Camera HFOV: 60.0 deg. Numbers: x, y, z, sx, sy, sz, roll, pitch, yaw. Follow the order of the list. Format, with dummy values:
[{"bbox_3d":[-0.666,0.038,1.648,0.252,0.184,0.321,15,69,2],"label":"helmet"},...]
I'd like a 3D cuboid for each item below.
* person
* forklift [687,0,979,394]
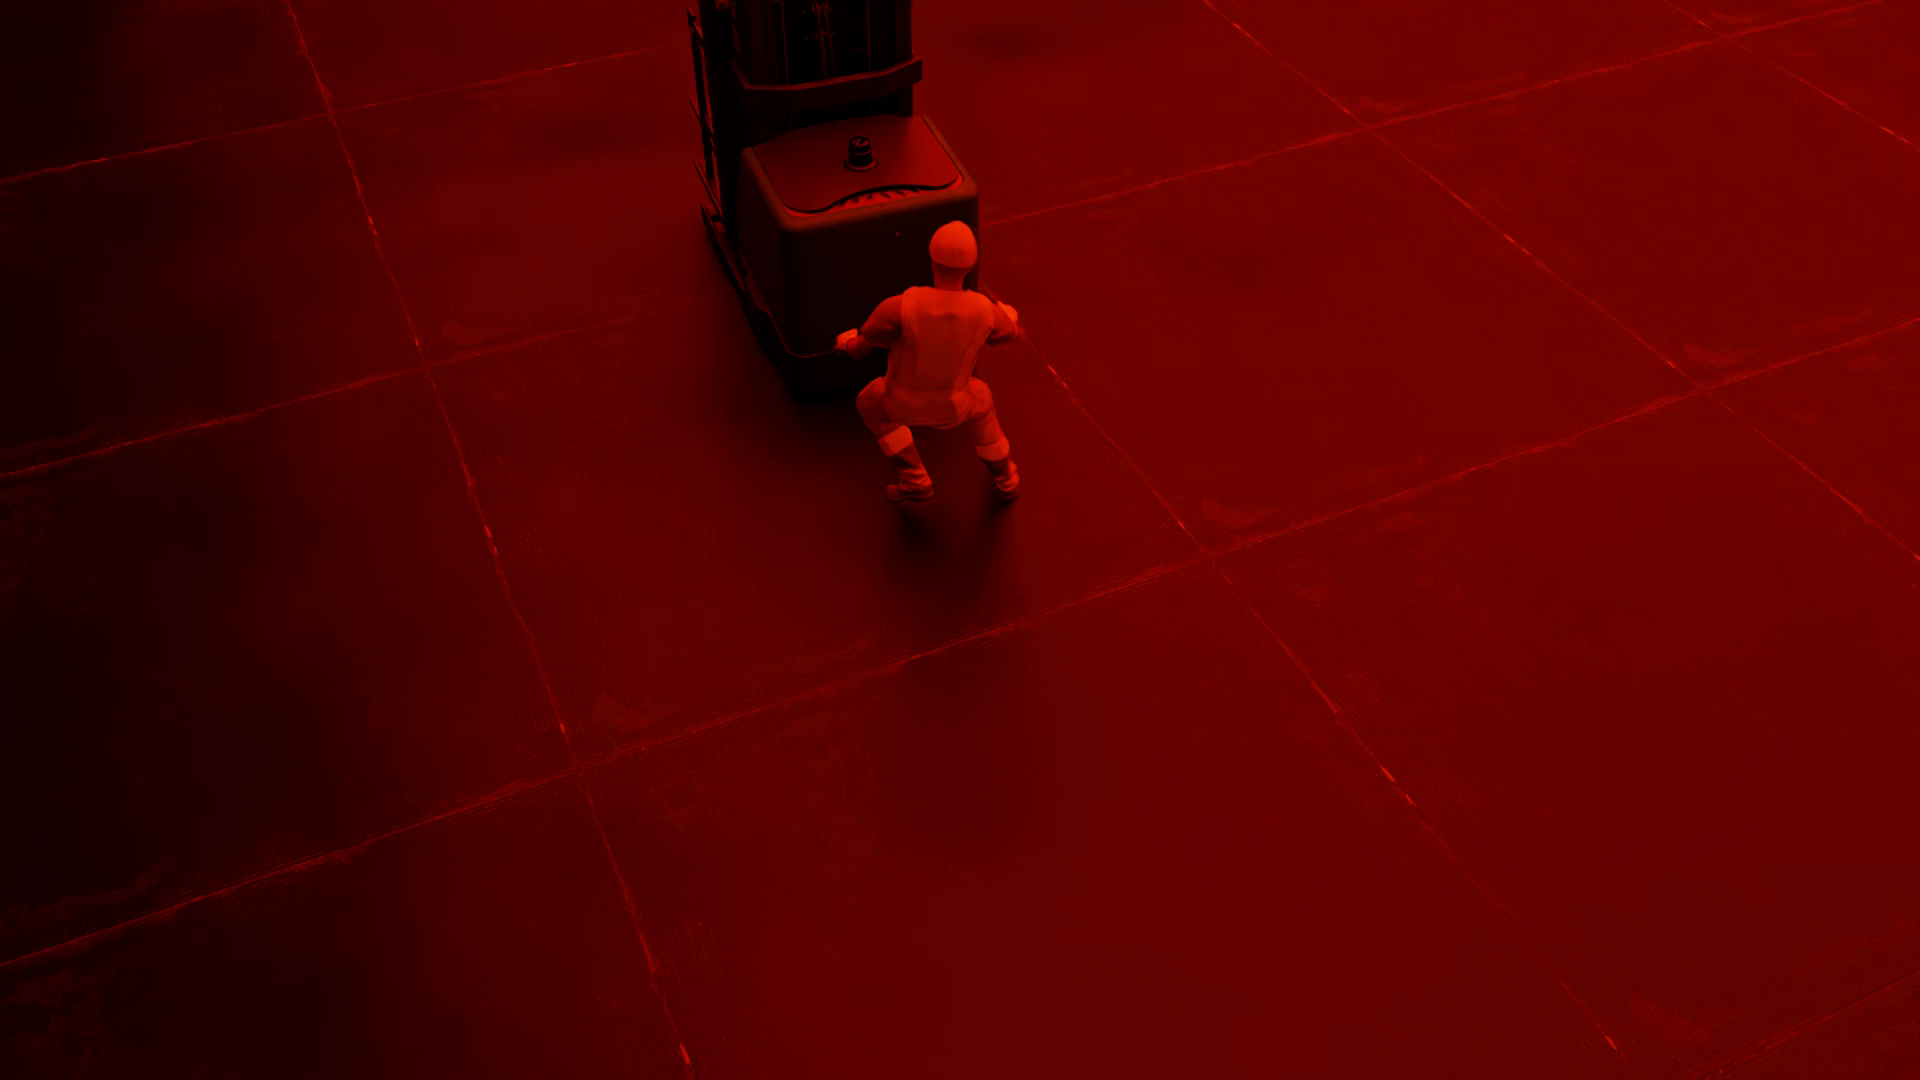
[{"bbox_3d":[-0.122,-0.773,7.470,0.863,1.627,0.690,-6,43,-6],"label":"person"},{"bbox_3d":[-0.873,-2.836,8.719,1.130,2.935,3.031,-14,45,-15],"label":"forklift"}]
